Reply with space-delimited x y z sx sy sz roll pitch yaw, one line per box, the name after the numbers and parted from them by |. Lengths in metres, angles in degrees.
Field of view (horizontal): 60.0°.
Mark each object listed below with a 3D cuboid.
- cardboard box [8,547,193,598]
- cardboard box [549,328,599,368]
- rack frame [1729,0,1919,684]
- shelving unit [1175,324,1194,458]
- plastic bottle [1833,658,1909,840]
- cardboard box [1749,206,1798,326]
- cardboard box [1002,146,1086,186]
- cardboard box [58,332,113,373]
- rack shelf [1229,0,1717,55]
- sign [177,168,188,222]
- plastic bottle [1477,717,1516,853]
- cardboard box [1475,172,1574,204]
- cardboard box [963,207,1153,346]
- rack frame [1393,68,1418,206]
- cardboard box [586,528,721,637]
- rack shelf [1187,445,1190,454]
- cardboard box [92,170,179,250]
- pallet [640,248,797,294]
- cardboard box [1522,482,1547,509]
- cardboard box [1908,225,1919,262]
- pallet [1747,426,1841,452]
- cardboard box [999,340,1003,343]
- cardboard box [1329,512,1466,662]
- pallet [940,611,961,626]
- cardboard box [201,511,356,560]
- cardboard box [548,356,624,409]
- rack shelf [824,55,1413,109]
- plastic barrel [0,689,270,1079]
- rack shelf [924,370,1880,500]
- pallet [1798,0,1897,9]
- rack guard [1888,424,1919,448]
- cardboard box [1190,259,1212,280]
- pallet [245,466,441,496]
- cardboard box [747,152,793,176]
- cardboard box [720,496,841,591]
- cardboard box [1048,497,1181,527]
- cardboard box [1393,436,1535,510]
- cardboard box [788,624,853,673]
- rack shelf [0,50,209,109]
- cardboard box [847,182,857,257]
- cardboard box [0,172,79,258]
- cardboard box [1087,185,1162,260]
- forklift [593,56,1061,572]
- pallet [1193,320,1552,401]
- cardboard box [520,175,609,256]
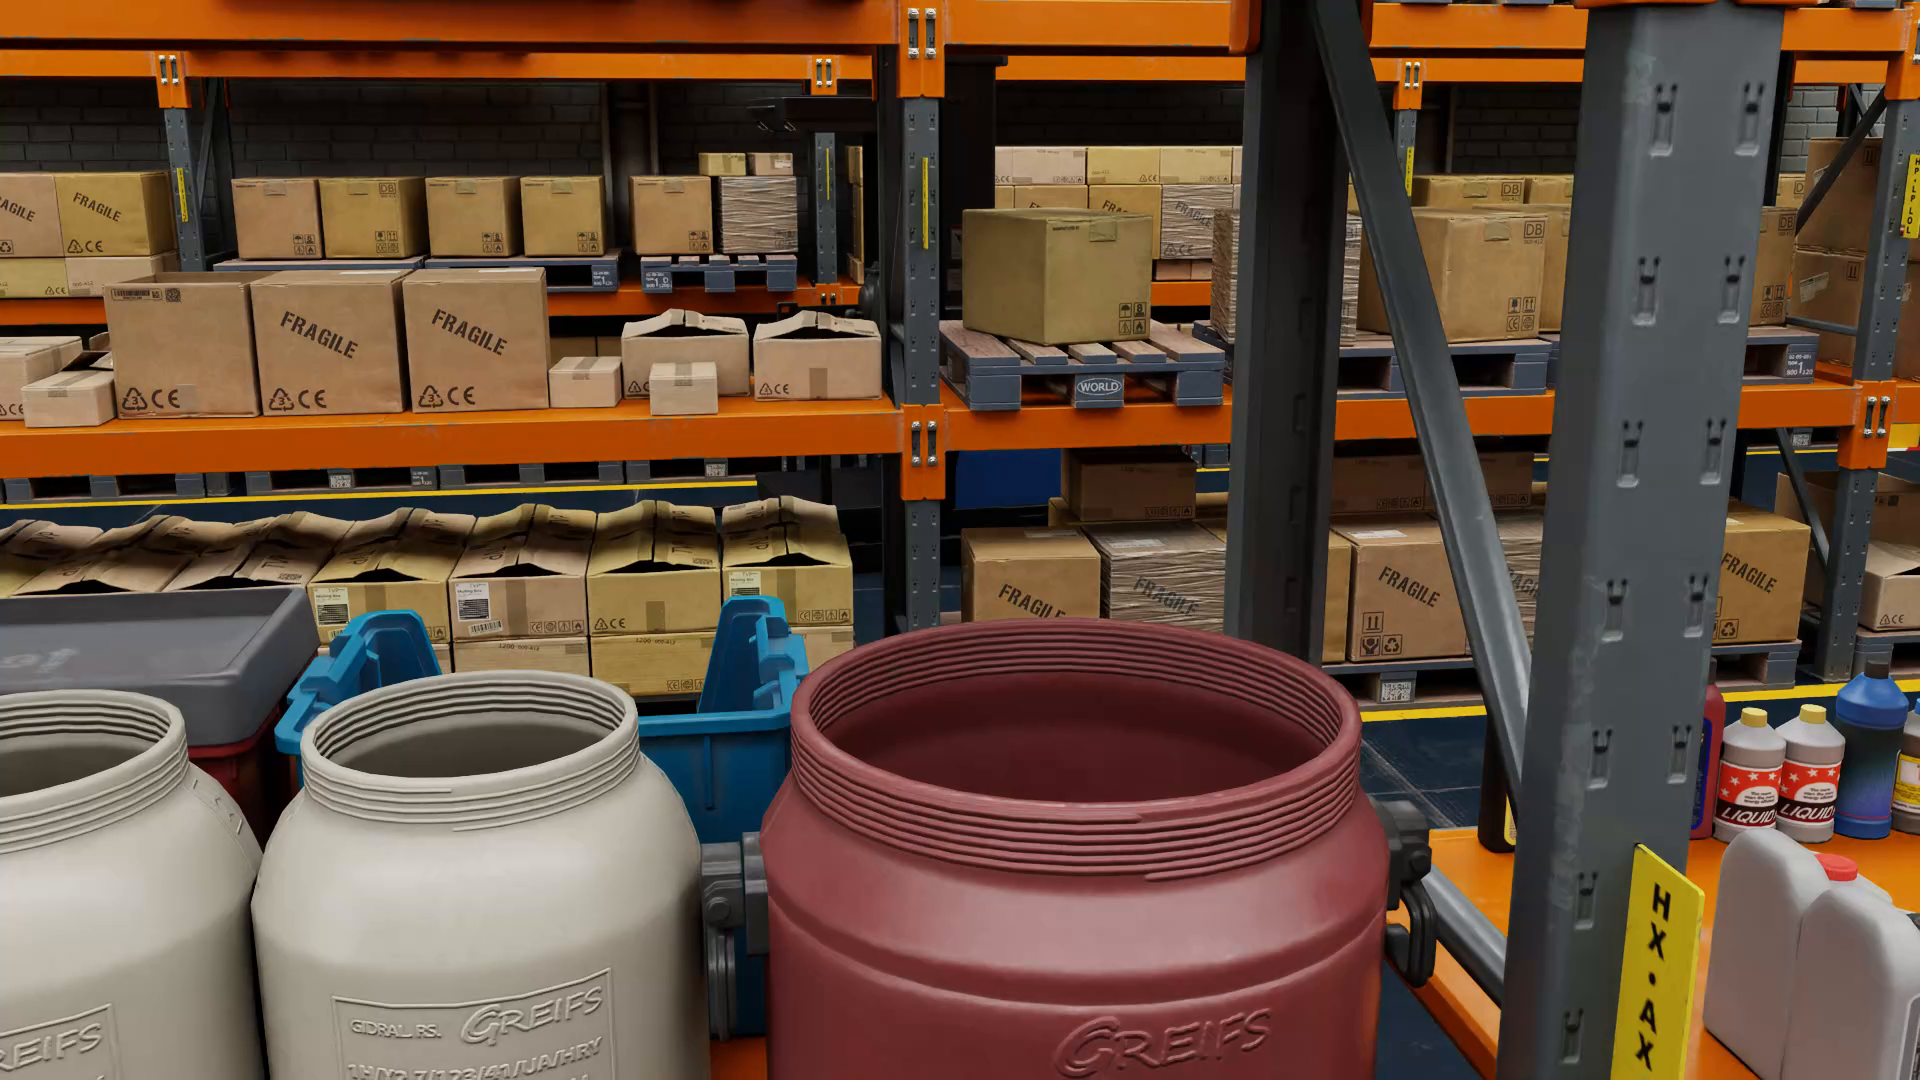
-3.227 0.226 6.292 0.500 0.311 0.500 -2 14 -9 | cardboard box
-2.740 -1.298 11.422 0.500 0.250 0.500 -2 14 -9 | cardboard box
3.742 -0.950 7.345 0.127 3.000 1.000 -2 14 -8 | rack frame
1.102 -0.663 9.900 0.503 1.200 0.258 -4 15 -16 | shelving unit
1.395 0.316 2.560 0.097 0.271 0.097 0 14 0 | plastic bottle
3.240 -1.239 7.428 0.500 0.500 0.700 -7 16 -27 | cardboard box
0.558 -2.556 11.349 0.500 0.250 0.500 -2 14 -8 | cardboard box
-3.327 -0.671 6.509 0.258 0.266 0.396 -2 14 -10 | cardboard box
-1.457 -0.647 1.449 4.000 0.370 1.077 -2 14 -8 | rack shelf
-4.822 -2.142 10.315 0.005 0.325 0.100 -2 14 -8 | sign
0.857 0.325 2.498 0.133 0.283 0.061 -2 14 -8 | plastic bottle
4.262 -2.328 12.222 0.700 0.700 0.980 -2 14 -10 | cardboard box
0.393 -1.108 6.903 0.500 0.500 0.700 -7 16 -27 | cardboard box
3.000 -2.142 12.096 0.127 3.000 1.000 -2 14 -8 | rack frame
-1.207 0.151 6.589 0.500 0.311 0.500 -2 14 -9 | cardboard box
1.102 -0.598 9.917 0.480 0.148 0.258 -4 15 -16 | rack shelf
-5.406 -2.186 10.997 0.500 0.500 0.500 -2 14 -10 | cardboard box
-1.644 -1.852 11.336 1.003 0.211 1.213 -2 14 -8 | pallet
2.702 0.030 7.672 0.500 0.500 0.500 -2 14 -7 | cardboard box
4.250 -1.433 7.010 0.500 0.500 0.500 -2 14 -7 | cardboard box
6.177 -0.886 12.823 1.213 0.211 1.003 -2 14 -8 | pallet
0.659 -1.183 11.829 0.750 0.750 0.750 -2 14 -9 | cardboard box
1.808 0.188 7.038 0.500 0.500 0.500 -3 14 -10 | cardboard box
0.531 0.529 7.178 1.213 0.211 1.003 -2 14 -8 | pallet
-2.804 0.076 6.889 0.500 0.311 0.500 -2 14 -8 | cardboard box
-1.466 -0.624 6.559 0.250 0.149 0.380 -1 14 -4 | cardboard box
1.023 -3.175 11.530 4.000 0.370 1.077 -2 14 -8 | rack shelf
-0.881 0.436 1.588 0.421 0.512 0.421 0 14 0 | plastic barrel
1.764 -0.529 7.144 4.000 0.370 1.077 -2 14 -8 | rack shelf
3.087 -2.307 6.976 1.003 0.211 1.213 -2 14 -8 | pallet
6.980 -1.075 12.981 0.348 0.500 1.175 -2 14 -8 | rack guard
1.695 -1.919 11.684 0.250 0.149 0.380 -2 14 -8 | cardboard box
-4.141 -0.528 11.393 1.213 0.211 1.003 -2 14 -8 | pallet
-1.292 -2.554 11.295 0.250 0.149 0.380 -4 15 -16 | cardboard box
-0.775 0.001 7.188 0.500 0.311 0.500 -2 14 -6 | cardboard box
0.677 0.103 7.378 0.500 0.500 0.500 -2 14 -6 | cardboard box
2.239 -0.320 7.524 0.500 0.250 0.500 -2 14 -8 | cardboard box
-0.697 0.402 6.741 0.500 0.250 0.500 -2 14 -7 | cardboard box
-6.888 -2.885 10.374 4.000 0.370 1.077 -2 14 -8 | rack shelf
-0.527 -2.280 11.788 0.500 0.500 0.500 -2 14 -8 | cardboard box
-5.824 -2.042 10.422 0.500 0.500 0.500 -2 14 -9 | cardboard box
1.087 -2.211 11.512 0.500 0.500 0.500 -2 14 -7 | cardboard box
-0.604 -1.379 9.193 3.031 2.935 1.130 -4 15 -16 | forklift
1.709 -0.784 7.076 1.213 0.211 1.003 -2 14 -8 | pallet
-2.647 -2.189 11.173 0.500 0.500 0.700 -2 14 -8 | cardboard box
